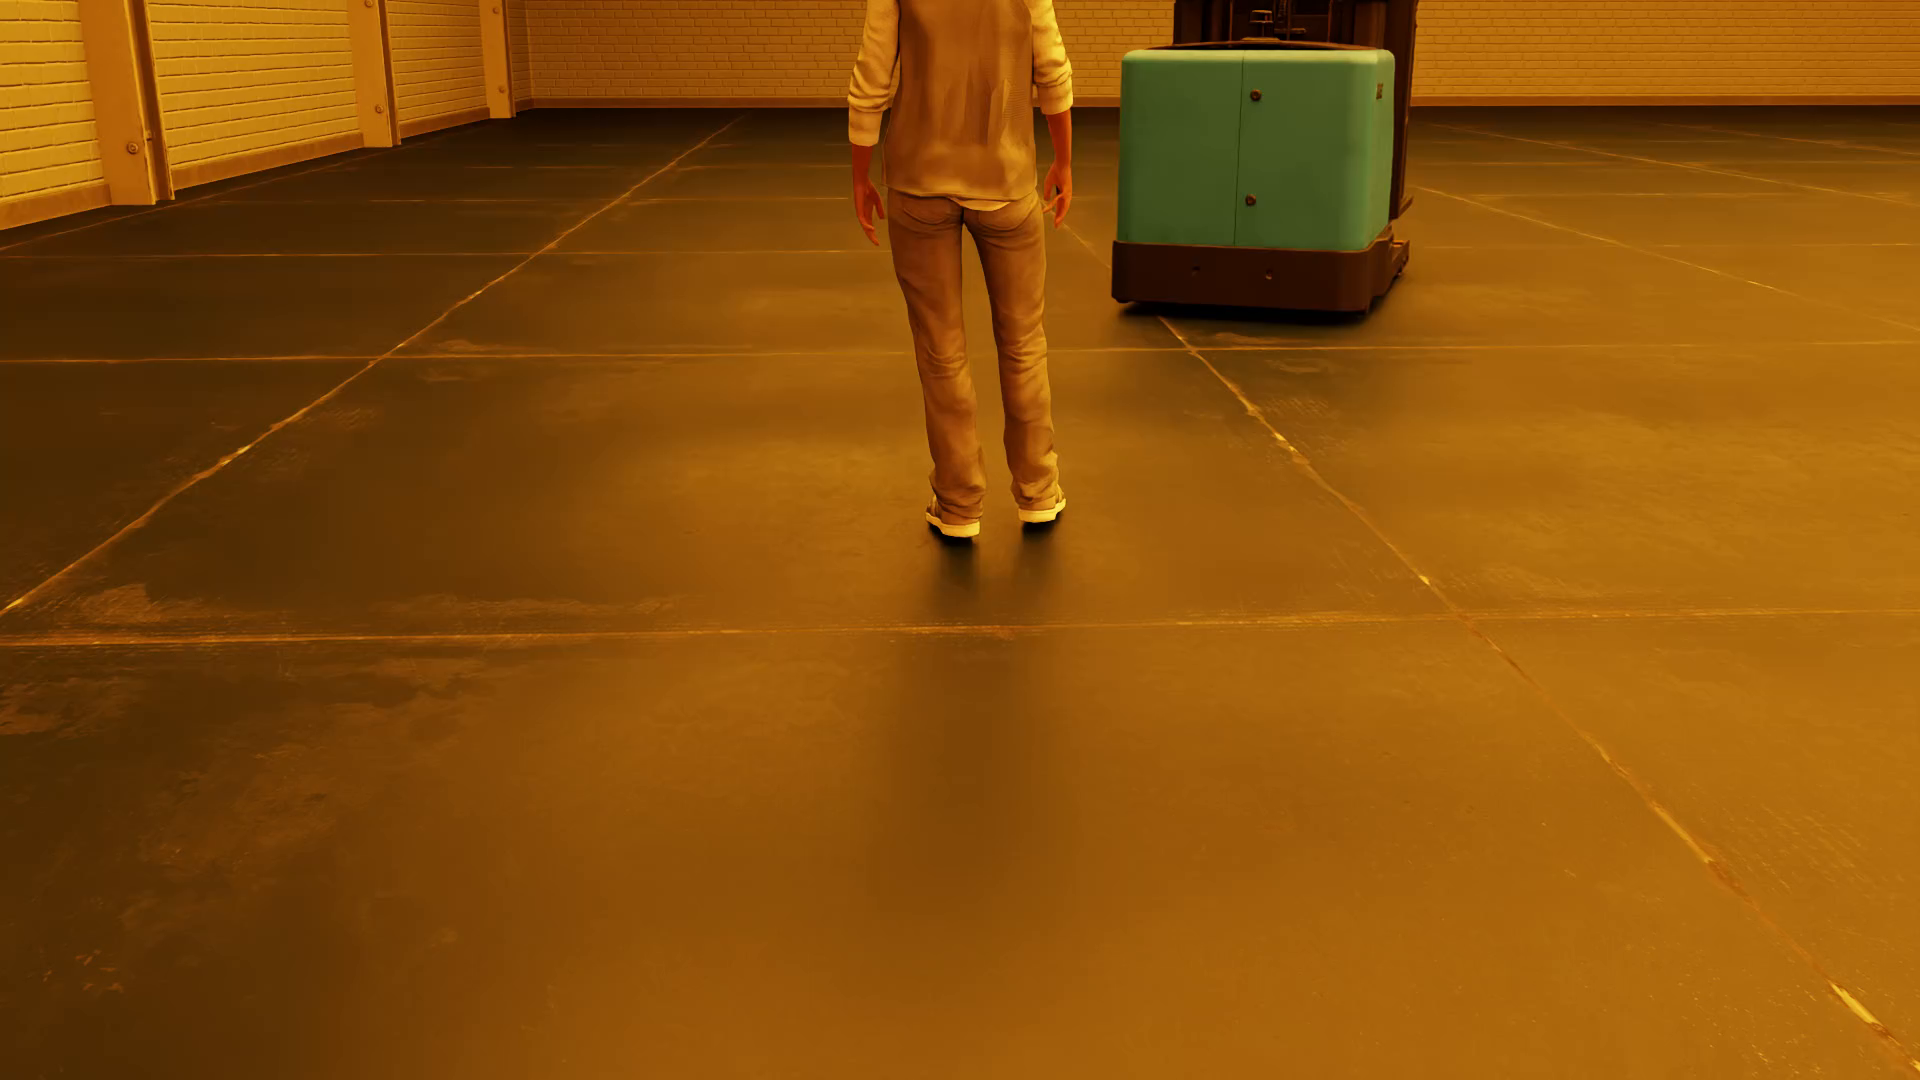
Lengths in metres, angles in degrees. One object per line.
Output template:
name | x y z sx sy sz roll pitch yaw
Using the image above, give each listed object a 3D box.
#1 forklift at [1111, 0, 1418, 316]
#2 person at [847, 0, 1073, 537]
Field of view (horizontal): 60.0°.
forklift | 1.604 -2.708 7.759 1.130 2.935 3.031 6 18 18
person | 0.010 -0.792 3.753 0.520 1.597 0.475 -1 17 -3
